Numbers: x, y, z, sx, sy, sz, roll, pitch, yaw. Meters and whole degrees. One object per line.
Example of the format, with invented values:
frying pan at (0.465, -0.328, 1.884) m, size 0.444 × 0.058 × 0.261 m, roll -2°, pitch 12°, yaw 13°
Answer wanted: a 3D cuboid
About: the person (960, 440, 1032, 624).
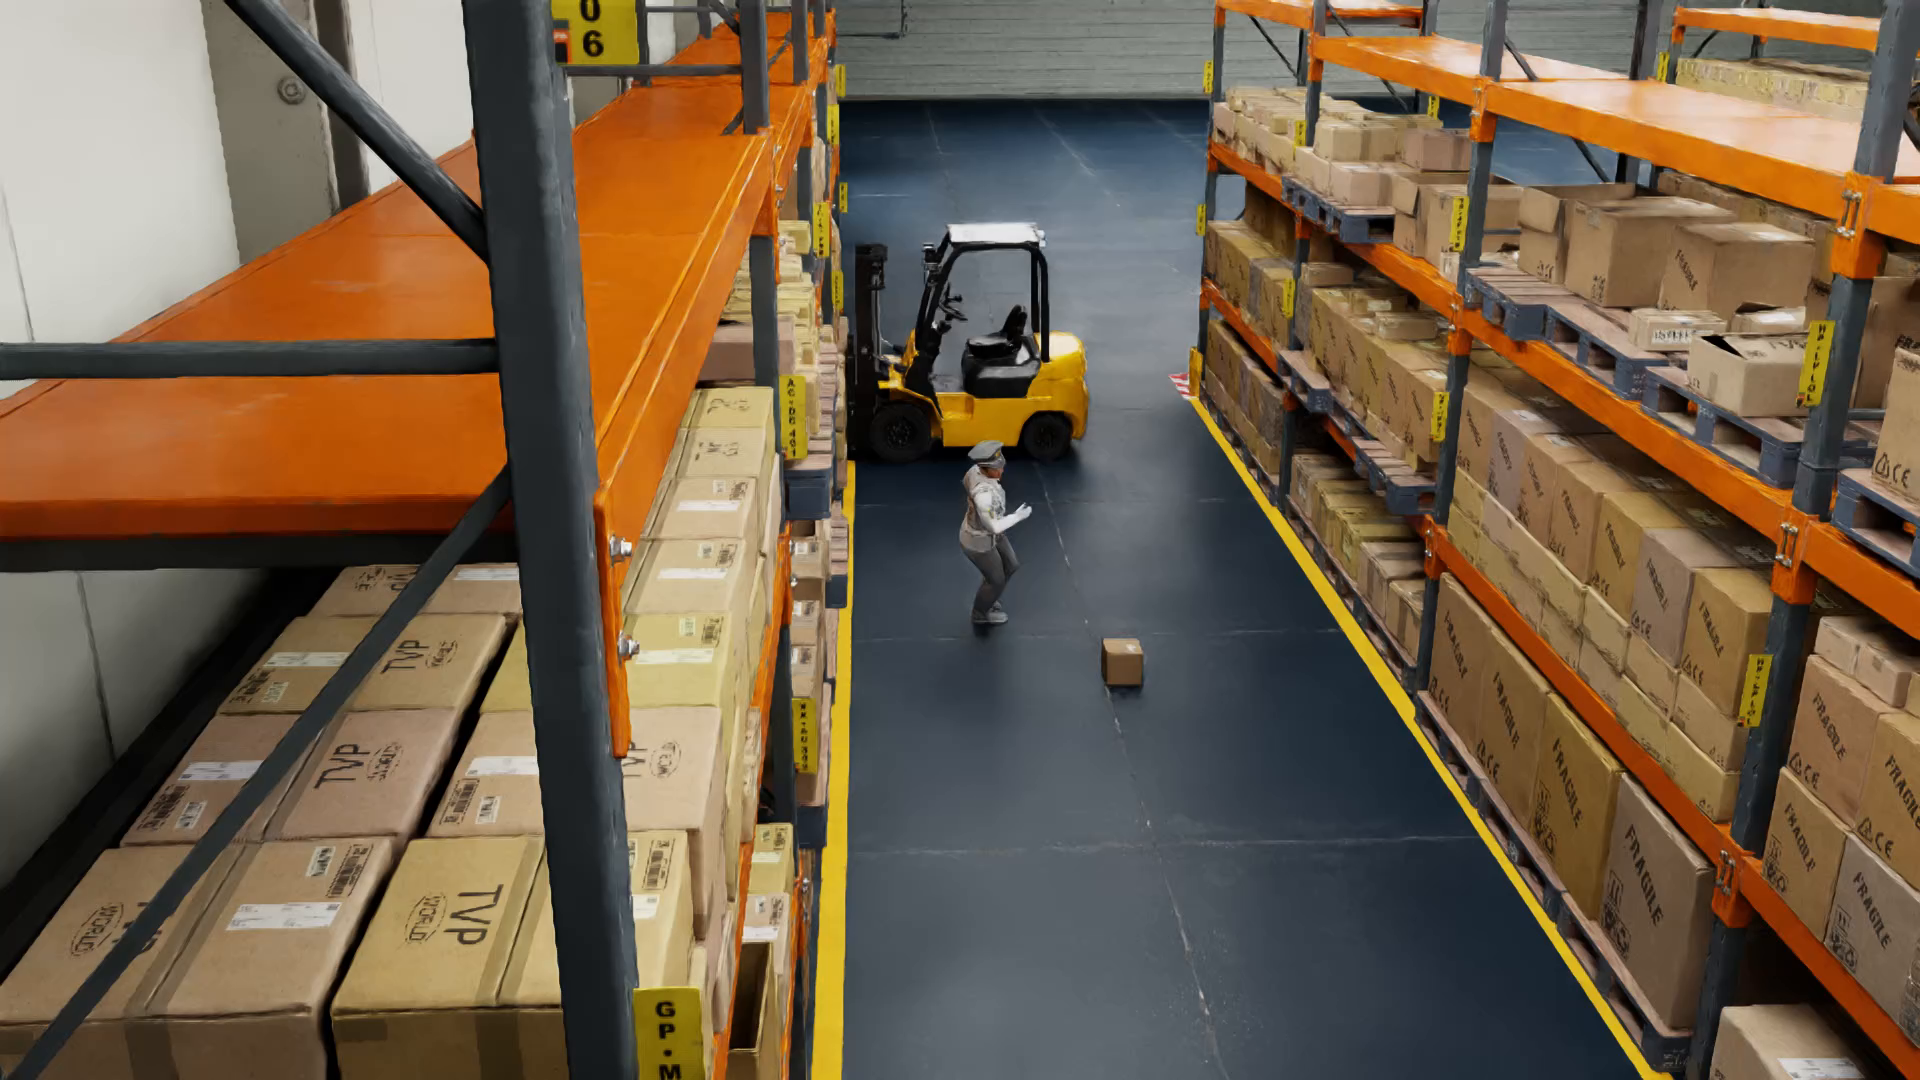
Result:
person at (0.263, -0.048, 12.161) m, size 0.523 × 1.557 × 0.859 m, roll 0°, pitch 21°, yaw 1°
